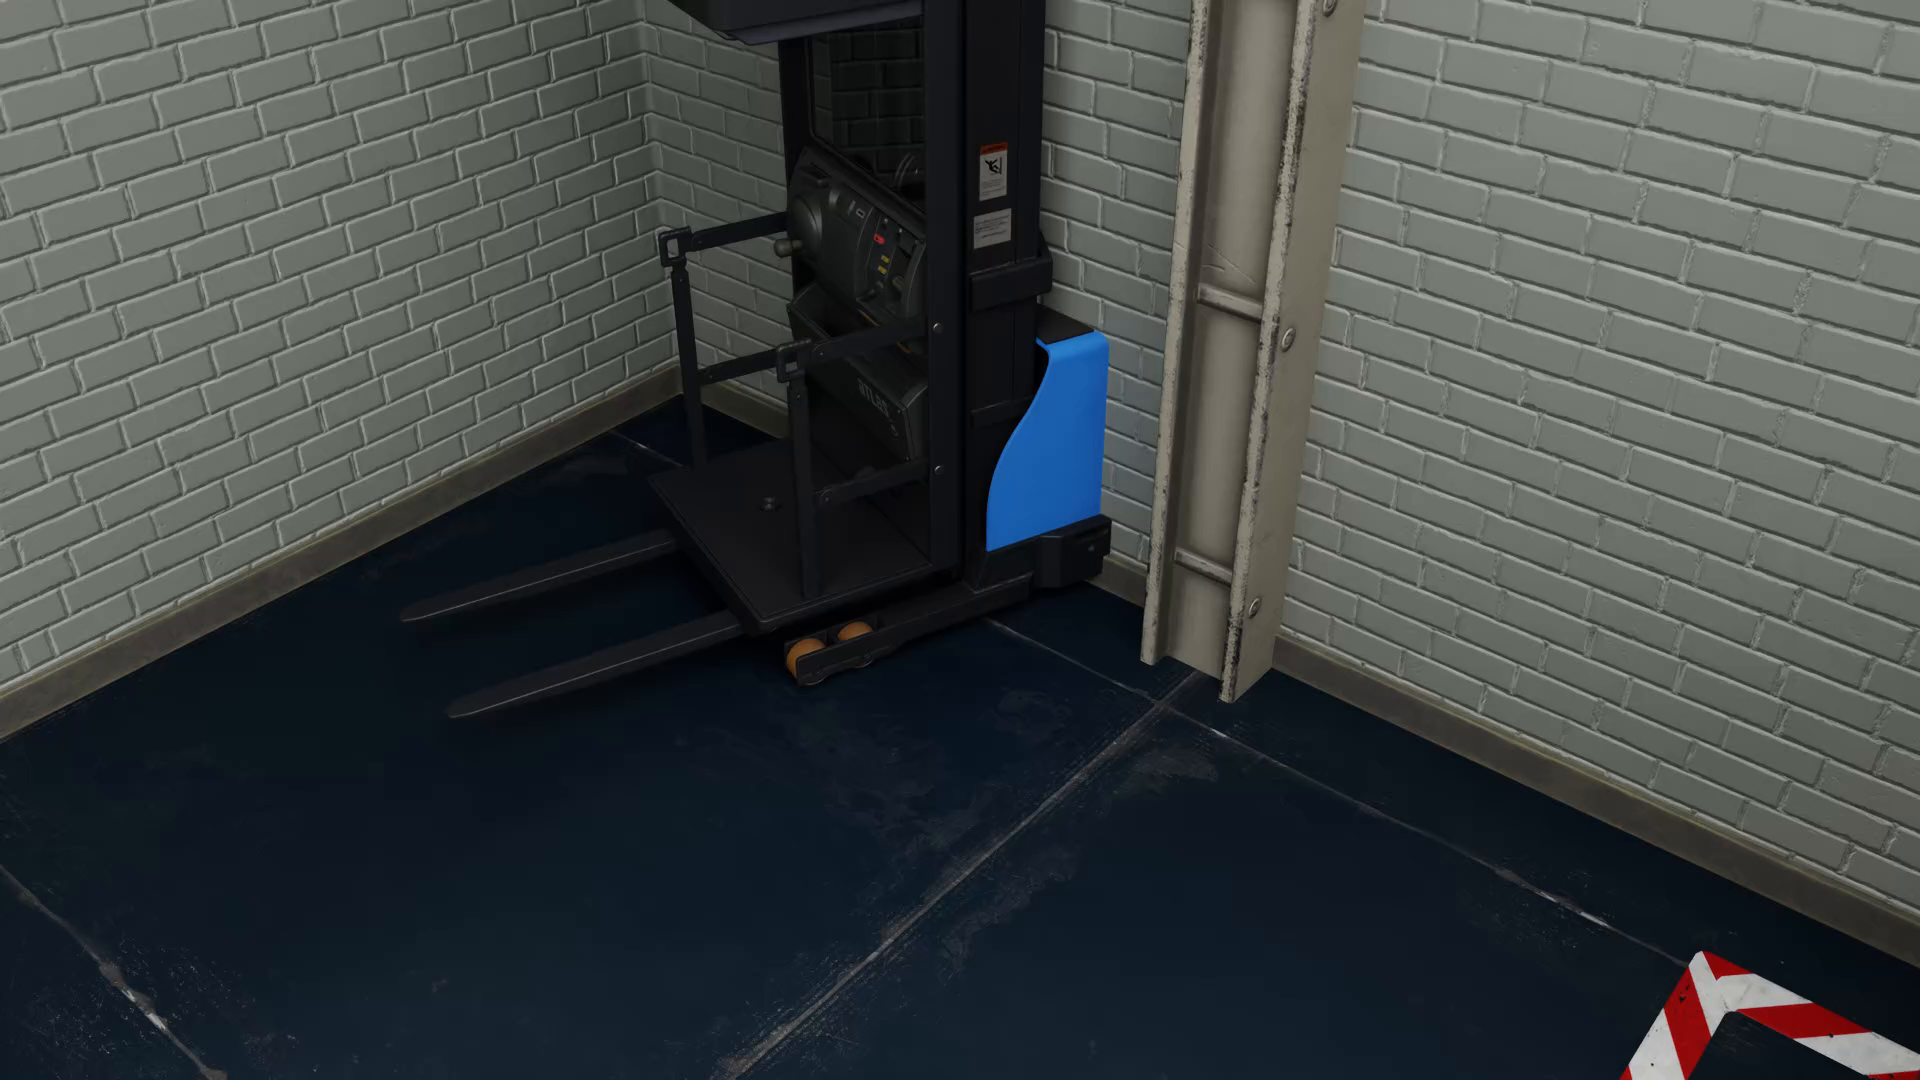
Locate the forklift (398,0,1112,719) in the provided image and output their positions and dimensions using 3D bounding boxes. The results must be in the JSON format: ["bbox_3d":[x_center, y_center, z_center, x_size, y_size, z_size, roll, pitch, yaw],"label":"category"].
[{"bbox_3d":[-0.545,-1.029,5.660,3.031,2.935,1.130,-18,38,-24],"label":"forklift"}]

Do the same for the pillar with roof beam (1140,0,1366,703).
[{"bbox_3d":[-1.846,-1.393,0.829,0.400,9.000,9.100,25,42,32],"label":"pillar with roof beam"}]

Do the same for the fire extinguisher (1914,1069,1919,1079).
[{"bbox_3d":[1.995,0.909,3.174,0.183,0.674,0.296,25,42,32],"label":"fire extinguisher"}]
